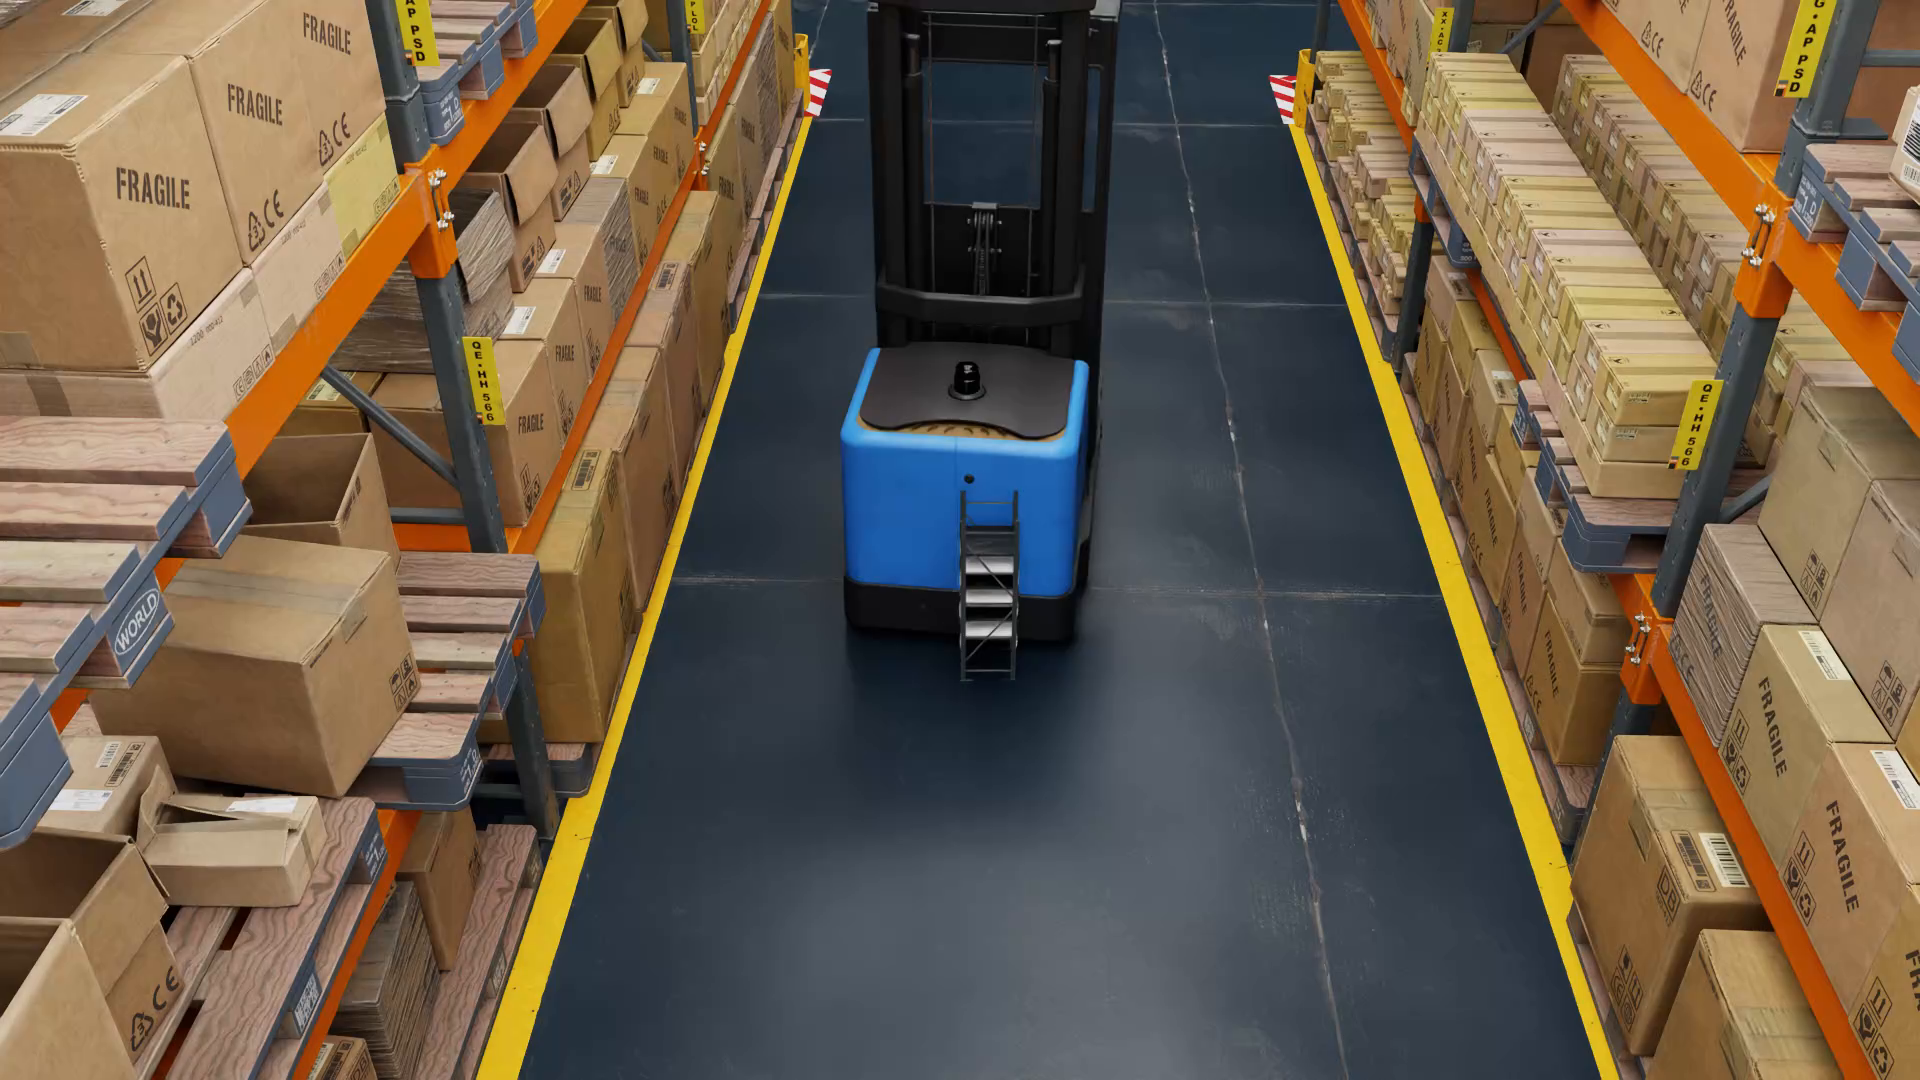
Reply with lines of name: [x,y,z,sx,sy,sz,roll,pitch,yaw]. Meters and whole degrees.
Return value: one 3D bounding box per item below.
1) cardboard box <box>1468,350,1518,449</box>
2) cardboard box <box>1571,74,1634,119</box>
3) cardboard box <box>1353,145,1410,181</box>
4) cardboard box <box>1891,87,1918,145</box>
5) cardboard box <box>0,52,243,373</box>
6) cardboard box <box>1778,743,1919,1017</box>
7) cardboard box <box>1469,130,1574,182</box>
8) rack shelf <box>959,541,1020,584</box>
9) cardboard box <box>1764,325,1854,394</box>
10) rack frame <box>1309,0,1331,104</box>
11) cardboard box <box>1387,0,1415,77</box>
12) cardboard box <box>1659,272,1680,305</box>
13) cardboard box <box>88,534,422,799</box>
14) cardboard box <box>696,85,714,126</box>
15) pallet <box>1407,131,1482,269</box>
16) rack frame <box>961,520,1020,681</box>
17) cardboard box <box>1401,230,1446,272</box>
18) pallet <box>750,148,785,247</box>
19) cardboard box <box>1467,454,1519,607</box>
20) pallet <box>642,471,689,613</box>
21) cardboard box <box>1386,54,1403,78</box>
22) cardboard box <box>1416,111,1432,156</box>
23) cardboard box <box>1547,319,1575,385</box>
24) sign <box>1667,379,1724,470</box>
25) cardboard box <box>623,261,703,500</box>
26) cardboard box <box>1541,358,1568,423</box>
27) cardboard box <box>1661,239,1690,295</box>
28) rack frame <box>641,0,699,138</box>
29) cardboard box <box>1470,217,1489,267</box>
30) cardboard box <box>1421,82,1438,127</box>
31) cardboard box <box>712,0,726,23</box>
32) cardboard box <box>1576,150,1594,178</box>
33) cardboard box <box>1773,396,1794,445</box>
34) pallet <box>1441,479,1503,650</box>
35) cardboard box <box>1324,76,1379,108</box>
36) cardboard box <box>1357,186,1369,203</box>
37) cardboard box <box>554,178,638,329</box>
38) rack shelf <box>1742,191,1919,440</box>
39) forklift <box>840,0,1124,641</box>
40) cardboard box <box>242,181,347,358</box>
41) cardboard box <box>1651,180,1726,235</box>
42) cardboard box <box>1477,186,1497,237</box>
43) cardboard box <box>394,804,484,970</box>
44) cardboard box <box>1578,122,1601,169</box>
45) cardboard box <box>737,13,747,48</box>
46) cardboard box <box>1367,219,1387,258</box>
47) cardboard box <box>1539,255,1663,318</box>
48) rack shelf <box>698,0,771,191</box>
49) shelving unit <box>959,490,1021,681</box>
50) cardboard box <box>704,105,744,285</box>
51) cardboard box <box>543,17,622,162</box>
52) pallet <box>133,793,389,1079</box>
cardboard box: [2.675,-0.647,7.719,0.500,0.250,0.500,3,35,4]
cardboard box: [3.181,-2.132,8.010,0.380,0.149,0.250,0,35,0]
cardboard box: [2.745,-2.419,10.680,0.380,0.149,0.250,0,35,0]
cardboard box: [2.678,-1.060,4.307,0.380,0.149,0.250,0,35,0]
cardboard box: [-1.915,-0.697,3.503,0.500,0.500,0.500,2,35,3]
cardboard box: [2.525,0.882,4.299,0.500,0.500,0.500,1,35,2]
cardboard box: [2.497,-1.708,7.407,0.380,0.149,0.250,1,35,1]
rack shelf: [0.124,0.095,7.068,0.258,0.077,0.200,0,39,0]
cardboard box: [3.072,-0.639,5.886,0.380,0.149,0.250,0,35,1]
rack frame: [3.173,-4.507,12.054,1.000,3.000,0.127,1,35,2]
cardboard box: [2.771,-2.954,9.499,0.500,0.500,0.500,0,35,1]
cardboard box: [3.122,-0.994,6.909,0.380,0.149,0.250,2,35,3]
cardboard box: [-2.005,0.338,4.708,0.700,0.500,0.500,6,36,9]
cardboard box: [-1.595,-2.441,9.333,0.380,0.149,0.250,1,35,2]
pallet: [2.836,-1.695,8.219,1.003,0.211,1.213,1,35,2]
rack frame: [0.124,0.273,7.080,0.240,0.900,0.006,0,39,0]
cardboard box: [2.766,-1.668,9.612,0.380,0.149,0.250,2,35,3]
pallet: [-1.785,-2.378,11.451,1.003,0.211,1.213,1,35,2]
cardboard box: [2.646,-0.046,7.516,0.500,0.500,0.500,0,35,0]
pallet: [-1.942,-0.093,8.198,1.003,0.211,1.213,1,35,2]
cardboard box: [2.778,-2.883,9.961,0.380,0.149,0.250,0,35,0]
cardboard box: [2.537,-2.062,8.429,0.380,0.149,0.250,0,35,0]
cardboard box: [2.433,-0.700,6.233,0.380,0.149,0.250,2,35,3]
sign: [2.309,-0.359,5.214,0.100,0.325,0.005,1,35,2]
cardboard box: [-1.981,-0.802,8.266,1.225,0.875,0.875,0,35,0]
cardboard box: [2.434,-0.564,6.297,0.380,0.149,0.250,2,35,3]
cardboard box: [3.122,-1.114,6.822,0.380,0.149,0.250,1,35,1]
rack frame: [-1.940,-2.382,9.030,1.000,3.000,0.127,1,35,2]
cardboard box: [2.490,-1.312,7.361,0.380,0.149,0.250,1,35,1]
cardboard box: [2.537,-2.184,8.343,0.380,0.149,0.250,2,35,3]
cardboard box: [-1.638,-3.301,9.557,0.500,0.500,0.500,1,35,2]
cardboard box: [3.172,-1.753,7.989,0.380,0.149,0.250,1,35,2]
cardboard box: [3.071,-0.374,5.769,0.380,0.149,0.250,3,35,4]
pallet: [2.936,0.082,7.950,1.003,0.211,1.213,1,35,2]
cardboard box: [2.783,-3.160,11.734,0.380,0.149,0.250,1,35,2]
cardboard box: [2.807,-2.190,10.872,0.380,0.149,0.250,2,35,3]
cardboard box: [-1.751,-1.275,7.369,0.500,0.500,0.500,1,35,2]
rack shelf: [2.771,0.305,3.224,1.077,0.370,4.000,1,35,2]
forklift: [0.172,-1.580,7.950,1.130,2.935,3.031,4,35,6]
cardboard box: [-1.881,-0.685,4.138,0.500,0.250,0.500,1,35,2]
cardboard box: [3.129,-1.383,6.944,0.380,0.149,0.250,1,35,1]
cardboard box: [2.489,-1.430,7.271,0.380,0.149,0.250,1,35,1]
cardboard box: [-2.107,1.145,5.804,0.700,0.500,0.500,0,35,-1]
cardboard box: [3.171,-1.873,7.900,0.380,0.149,0.250,3,35,4]
cardboard box: [-1.544,-3.186,10.393,0.380,0.149,0.250,2,35,2]
cardboard box: [2.699,-1.834,10.107,0.380,0.149,0.250,0,35,0]
cardboard box: [2.443,-0.964,6.348,0.380,0.149,0.250,2,35,3]
rack shelf: [-1.859,-3.236,10.872,1.077,0.370,4.000,1,35,2]
shelving unit: [0.124,0.209,7.160,0.258,0.900,0.210,0,39,0]
cardboard box: [-1.833,-2.061,10.057,0.875,0.875,0.875,1,35,2]
cardboard box: [-1.996,-2.072,7.630,0.797,0.503,0.637,2,35,2]
pallet: [-2.139,1.133,4.195,1.003,0.211,1.213,1,35,2]
